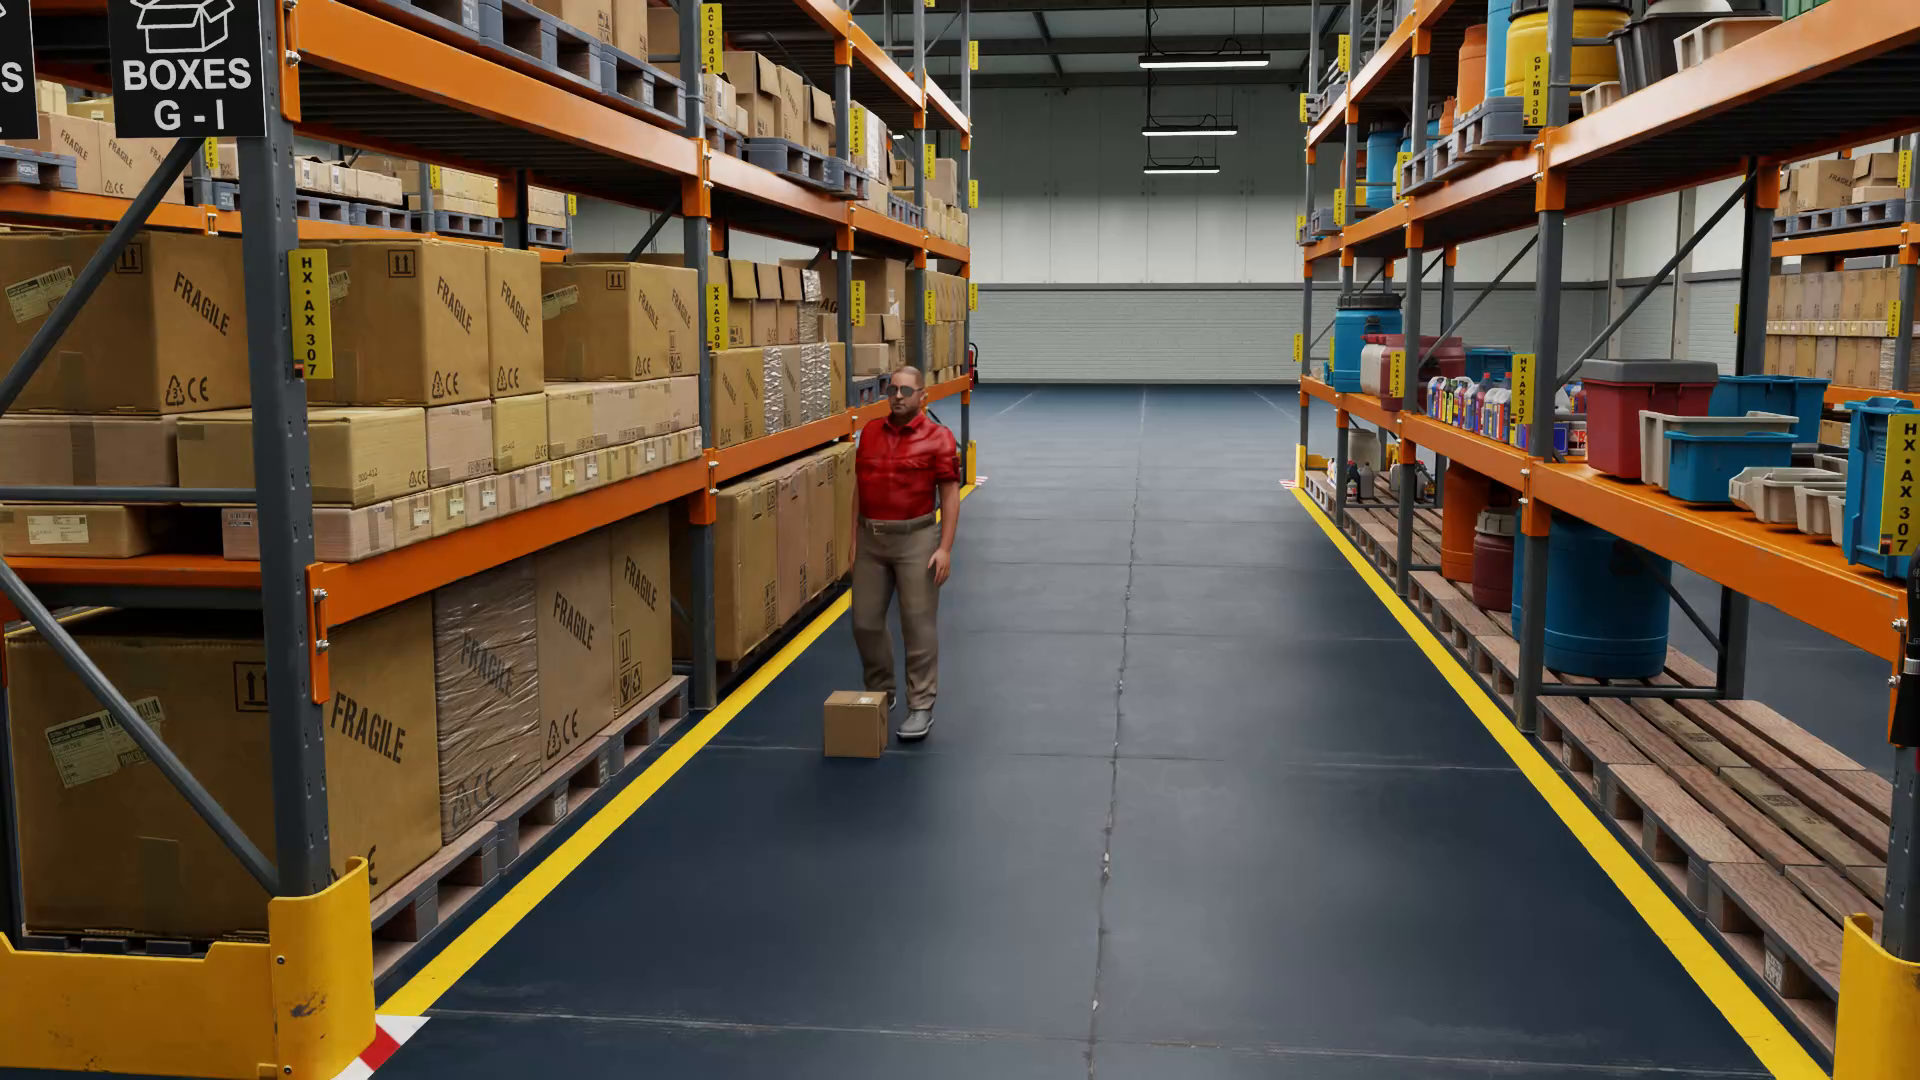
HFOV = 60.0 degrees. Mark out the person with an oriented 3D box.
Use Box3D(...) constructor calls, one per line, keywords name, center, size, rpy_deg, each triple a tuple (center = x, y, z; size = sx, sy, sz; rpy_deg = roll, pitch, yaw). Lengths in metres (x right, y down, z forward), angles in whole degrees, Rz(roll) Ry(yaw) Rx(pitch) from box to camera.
Box3D(name="person", center=(-0.291, 0.073, 7.917), size=(0.577, 1.793, 0.448), rpy_deg=(3, 8, 22))
